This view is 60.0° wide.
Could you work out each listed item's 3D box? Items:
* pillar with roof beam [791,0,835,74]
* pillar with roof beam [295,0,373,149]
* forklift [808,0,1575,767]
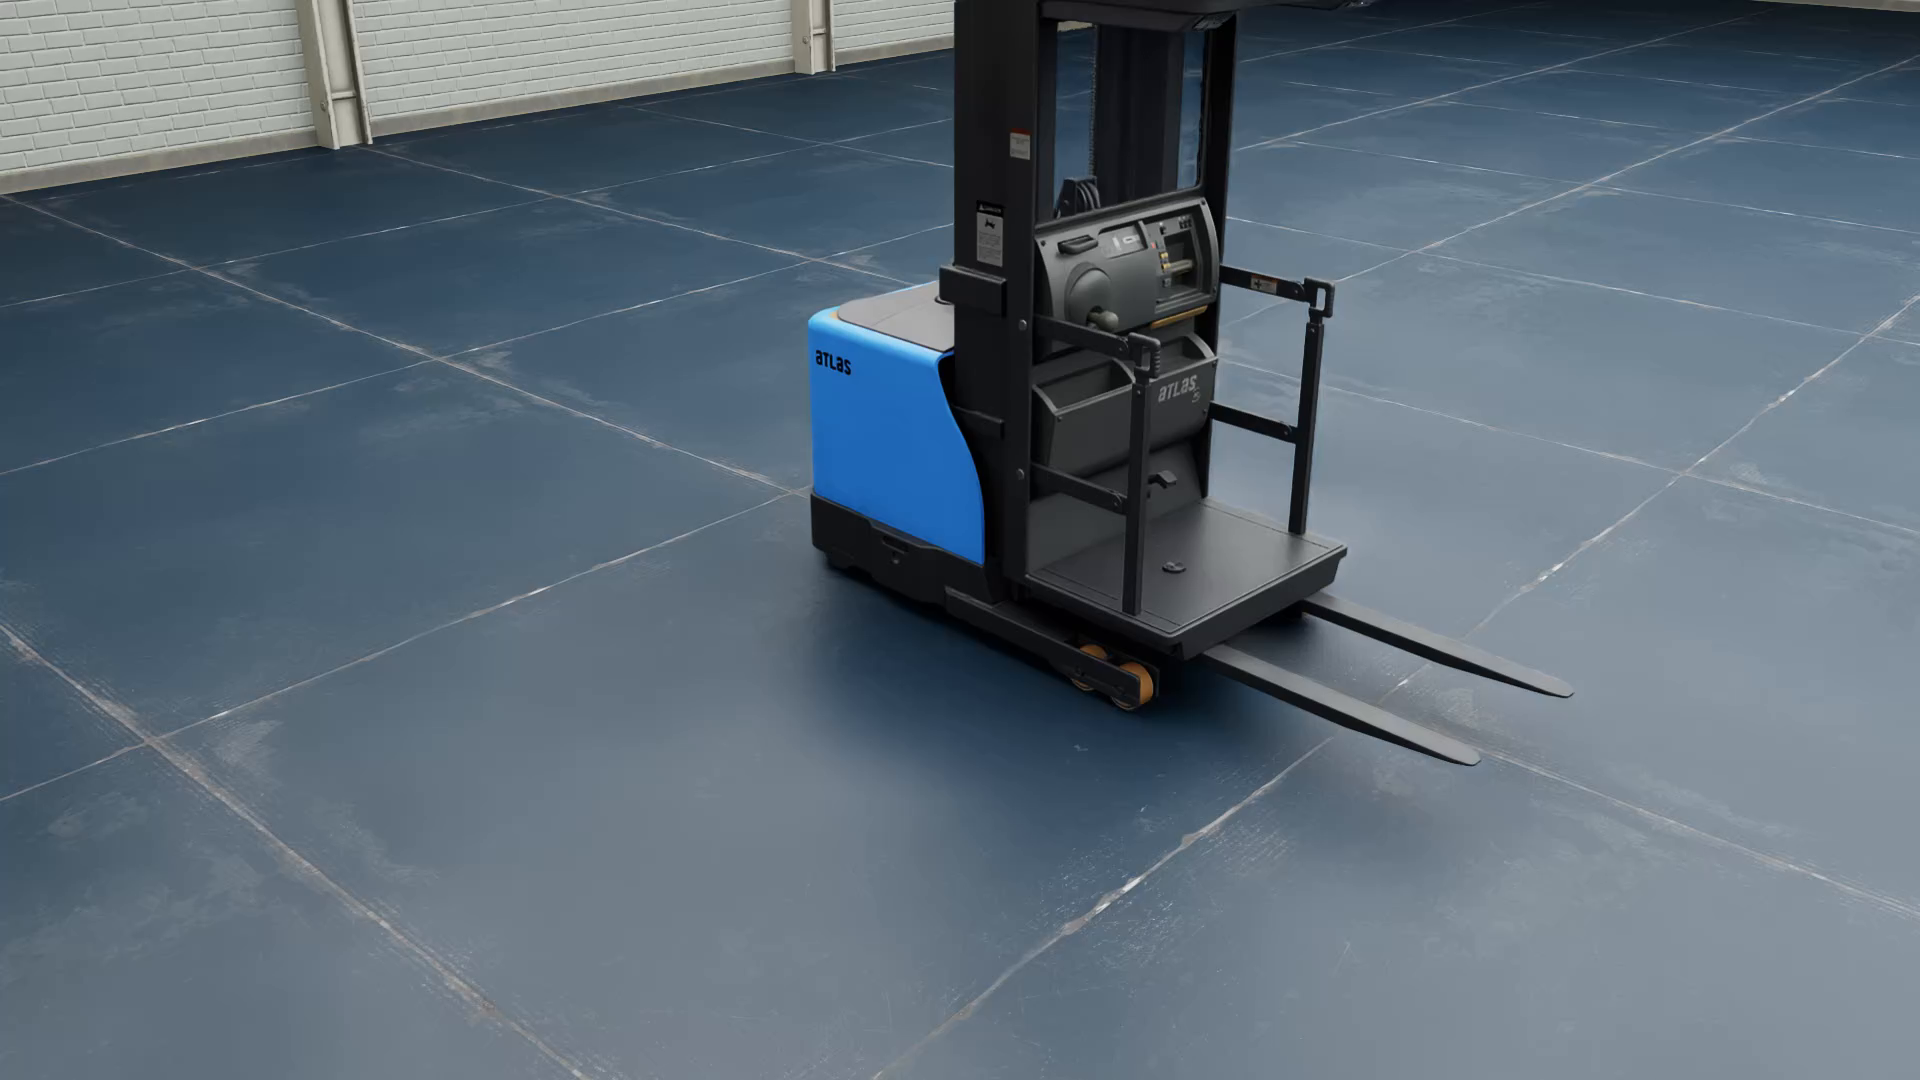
[{"bbox_3d":[1.497,-8.437,15.068,9.100,9.000,0.400,20,31,38],"label":"pillar with roof beam"},{"bbox_3d":[-2.507,-6.609,10.991,9.100,9.000,0.400,20,31,38],"label":"pillar with roof beam"},{"bbox_3d":[0.764,-0.973,5.837,1.130,2.935,3.031,-22,32,-40],"label":"forklift"}]
